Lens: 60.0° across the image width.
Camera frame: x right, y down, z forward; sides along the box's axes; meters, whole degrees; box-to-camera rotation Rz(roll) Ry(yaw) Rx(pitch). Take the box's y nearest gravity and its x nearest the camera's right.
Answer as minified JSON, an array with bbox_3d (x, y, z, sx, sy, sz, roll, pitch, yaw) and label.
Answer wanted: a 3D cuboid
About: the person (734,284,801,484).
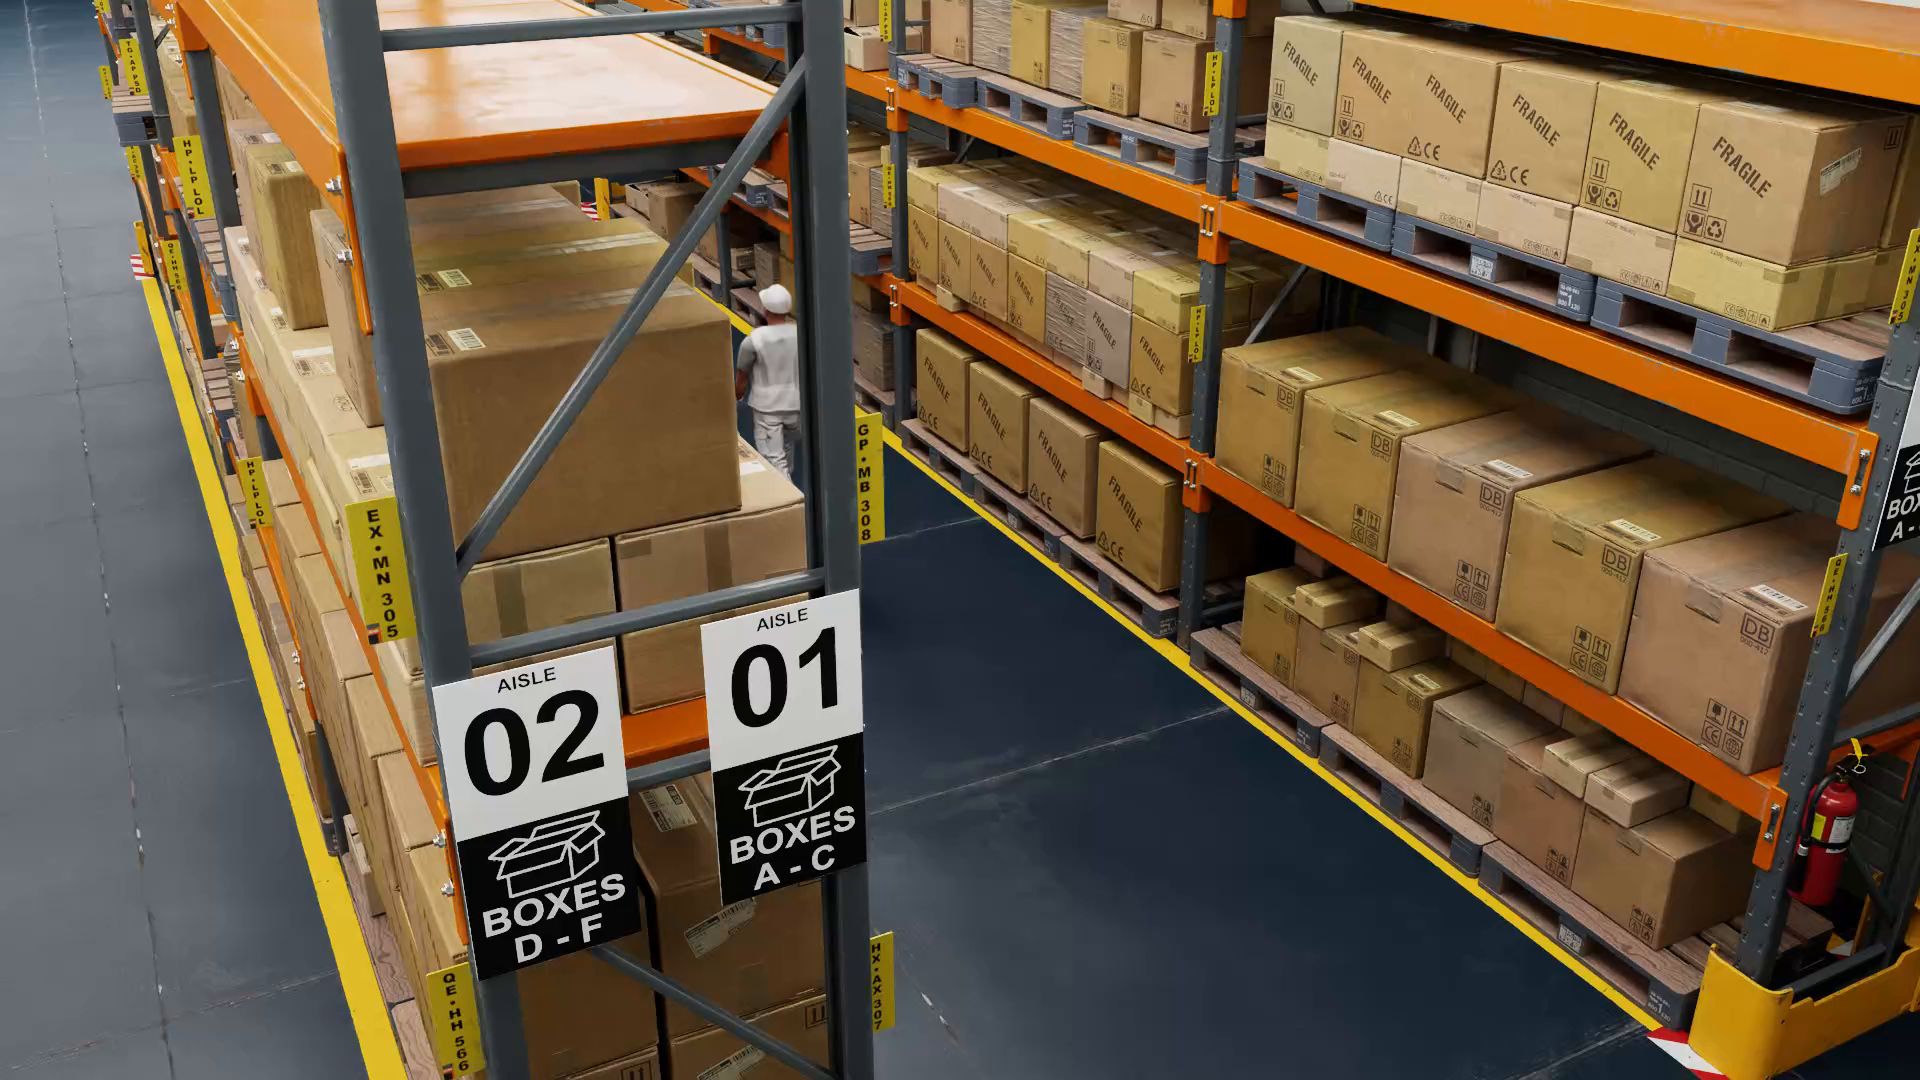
[{"bbox_3d":[-1.292,-0.969,11.628,0.583,1.730,1.088,-12,28,-24],"label":"person"}]
